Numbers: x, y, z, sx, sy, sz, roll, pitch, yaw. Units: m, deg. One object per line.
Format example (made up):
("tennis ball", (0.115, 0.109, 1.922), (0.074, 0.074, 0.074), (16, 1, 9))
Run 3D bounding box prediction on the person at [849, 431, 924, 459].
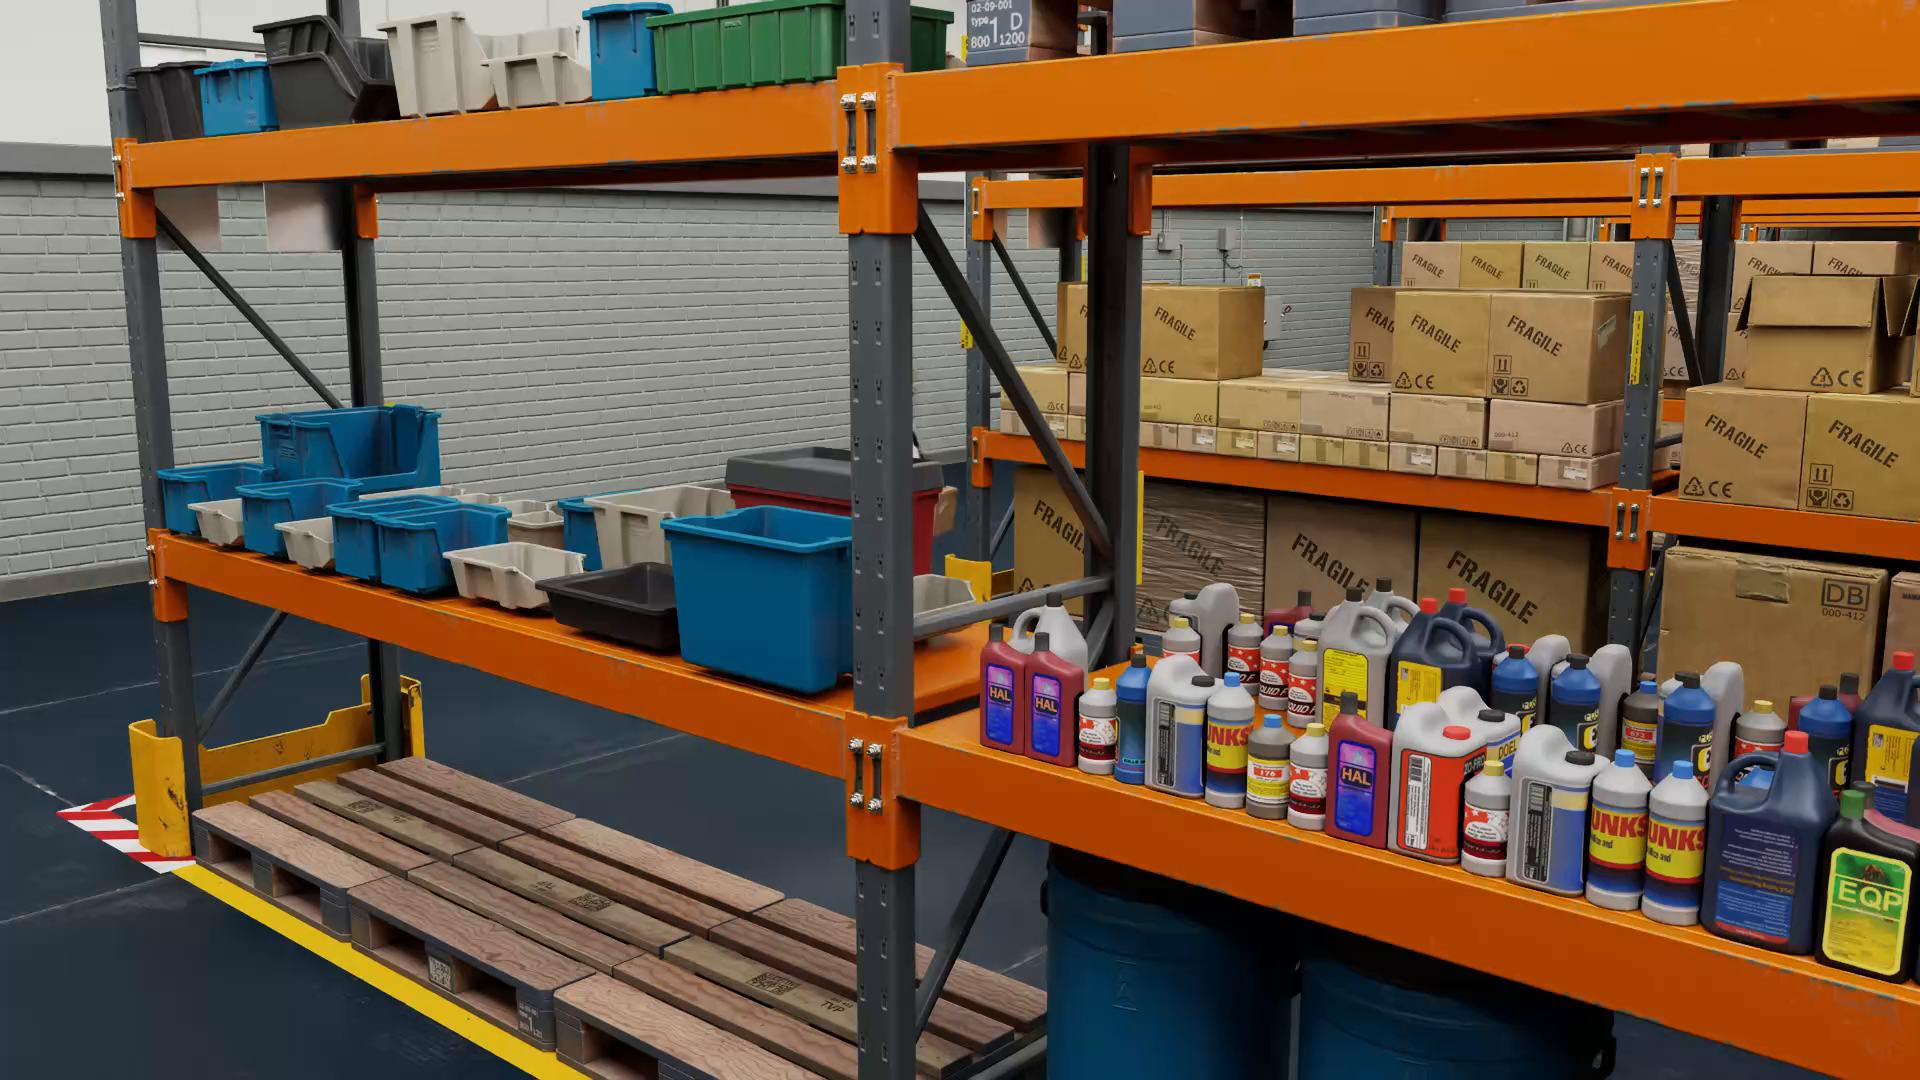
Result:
("person", (-0.364, -0.104, 9.446), (0.573, 1.768, 0.490), (5, 11, 25))
